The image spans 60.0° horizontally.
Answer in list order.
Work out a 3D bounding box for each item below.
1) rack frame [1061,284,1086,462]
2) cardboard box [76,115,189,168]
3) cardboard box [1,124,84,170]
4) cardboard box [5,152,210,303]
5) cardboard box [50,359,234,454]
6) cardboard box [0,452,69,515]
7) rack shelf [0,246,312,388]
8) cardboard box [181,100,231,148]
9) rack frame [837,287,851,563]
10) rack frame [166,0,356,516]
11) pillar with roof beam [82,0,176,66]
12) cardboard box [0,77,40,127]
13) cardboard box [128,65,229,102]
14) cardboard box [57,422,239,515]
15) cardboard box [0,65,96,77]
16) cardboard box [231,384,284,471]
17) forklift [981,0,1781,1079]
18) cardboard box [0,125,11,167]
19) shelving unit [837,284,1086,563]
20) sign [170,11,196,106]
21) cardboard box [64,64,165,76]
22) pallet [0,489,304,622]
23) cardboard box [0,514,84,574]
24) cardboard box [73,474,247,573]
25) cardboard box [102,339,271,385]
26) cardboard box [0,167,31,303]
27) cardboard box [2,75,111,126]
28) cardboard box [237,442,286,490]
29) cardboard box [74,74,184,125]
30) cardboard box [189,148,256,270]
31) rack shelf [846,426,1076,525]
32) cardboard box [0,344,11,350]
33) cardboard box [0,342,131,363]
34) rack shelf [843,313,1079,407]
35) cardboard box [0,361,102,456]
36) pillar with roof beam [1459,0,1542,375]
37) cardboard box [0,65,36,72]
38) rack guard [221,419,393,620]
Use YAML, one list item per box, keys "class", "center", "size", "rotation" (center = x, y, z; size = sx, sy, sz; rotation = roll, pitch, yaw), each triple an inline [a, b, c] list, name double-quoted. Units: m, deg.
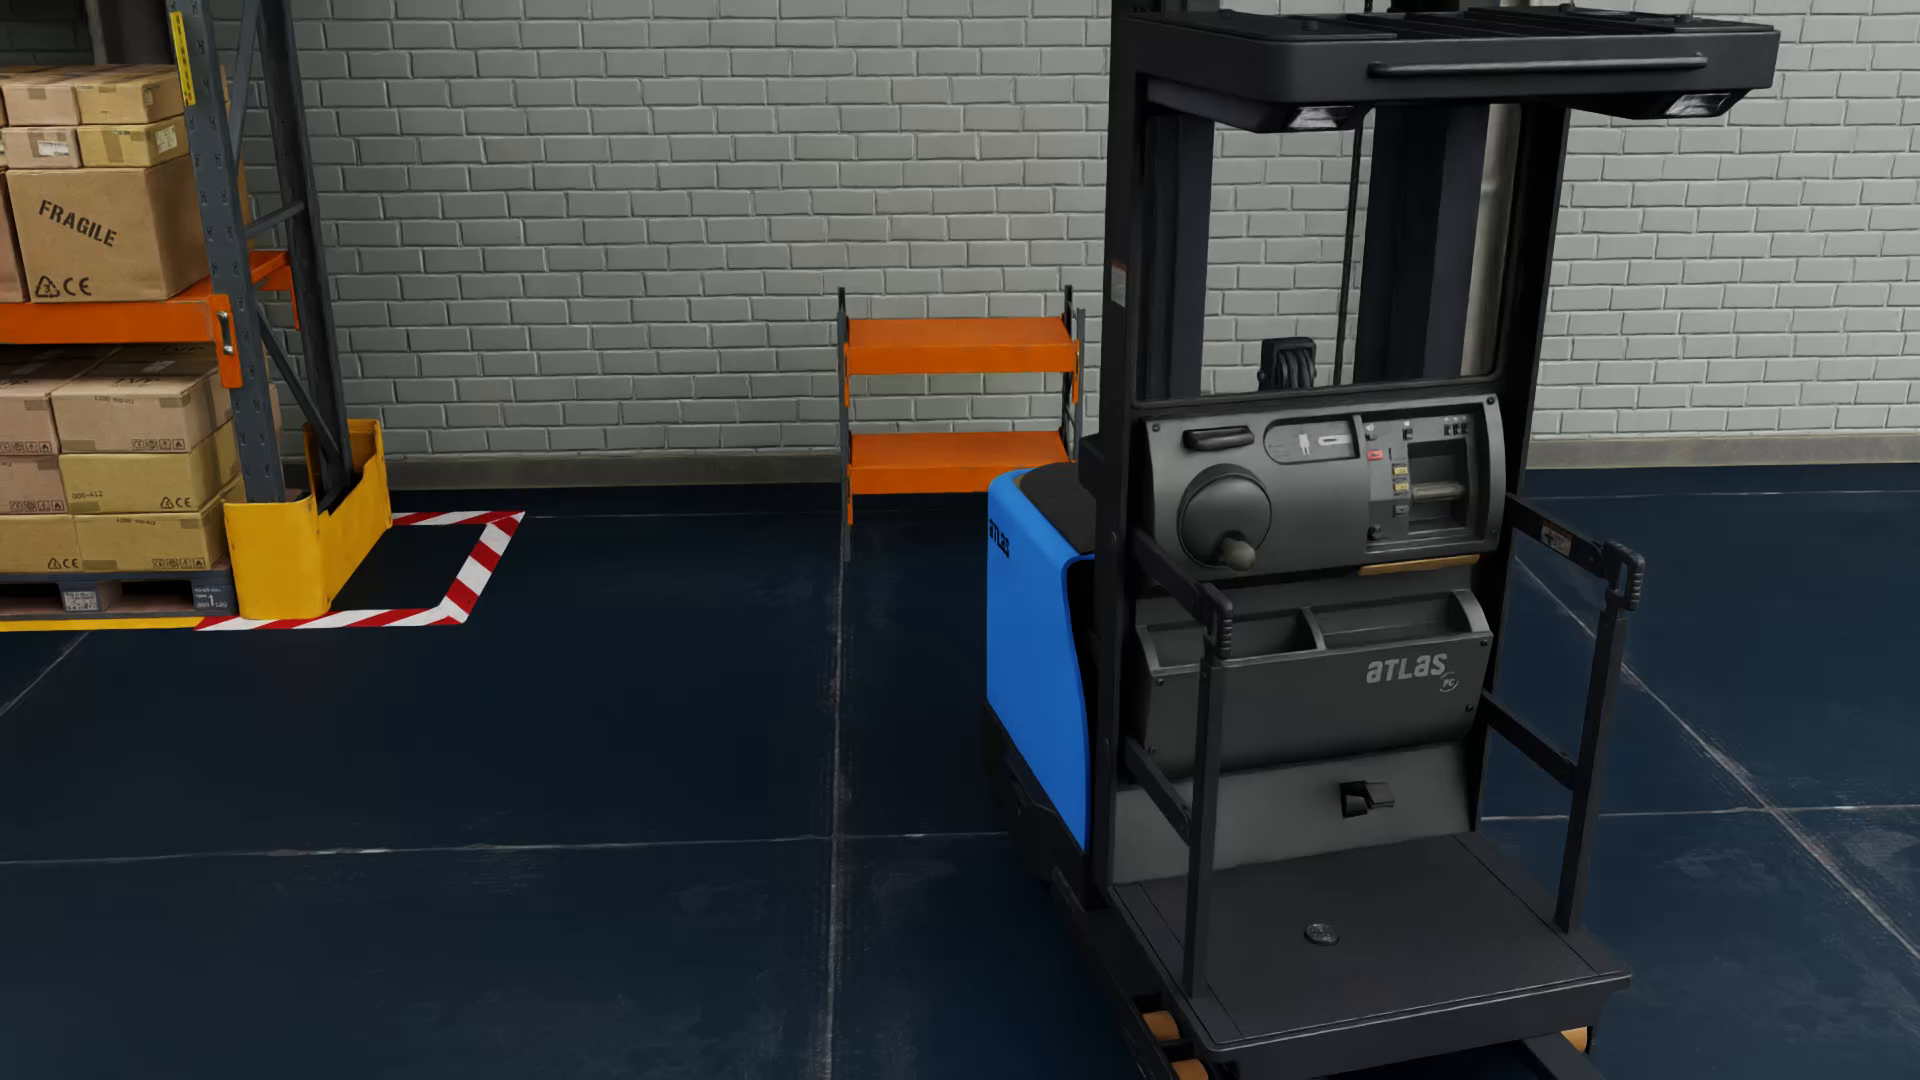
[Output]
- class: "rack frame"
  center: [0.501, -0.536, 7.448]
  size: [0.032, 1.125, 0.500]
  rotation: [-1, 21, -3]
- class: "cardboard box"
  center: [-3.160, -1.528, 6.366]
  size: [0.250, 0.149, 0.380]
  rotation: [-1, 21, -2]
- class: "cardboard box"
  center: [-3.414, -1.512, 6.324]
  size: [0.250, 0.149, 0.380]
  rotation: [-1, 21, -2]
- class: "cardboard box"
  center: [-3.306, -1.228, 6.490]
  size: [0.500, 0.500, 0.500]
  rotation: [-2, 21, -4]
- class: "cardboard box"
  center: [-3.272, -0.543, 6.700]
  size: [0.500, 0.250, 0.500]
  rotation: [0, 21, -1]
- class: "cardboard box"
  center: [-3.799, -0.302, 6.770]
  size: [0.500, 0.250, 0.500]
  rotation: [-1, 21, -4]
- class: "rack shelf"
  center: [-4.827, -0.908, 6.800]
  size: [4.000, 0.370, 1.077]
  rotation: [-1, 21, -3]
- class: "cardboard box"
  center: [-3.184, -1.720, 6.869]
  size: [0.250, 0.149, 0.380]
  rotation: [-2, 21, -4]
- class: "rack frame"
  center: [-0.514, -0.515, 7.393]
  size: [0.032, 1.125, 0.500]
  rotation: [-1, 21, -3]
- class: "rack frame"
  center: [-2.830, -1.284, 6.779]
  size: [0.127, 3.000, 1.000]
  rotation: [-1, 21, -3]
- class: "pillar with roof beam"
  center: [-3.331, -2.865, 2.498]
  size: [0.400, 9.000, 9.100]
  rotation: [-1, 21, -3]
- class: "cardboard box"
  center: [-3.680, -1.660, 6.295]
  size: [0.250, 0.149, 0.380]
  rotation: [-1, 21, -2]
- class: "cardboard box"
  center: [-3.178, -1.842, 6.774]
  size: [0.250, 0.149, 0.380]
  rotation: [-2, 21, -4]
- class: "cardboard box"
  center: [-3.298, -0.308, 6.787]
  size: [0.500, 0.250, 0.500]
  rotation: [-1, 21, -4]
- class: "cardboard box"
  center: [-3.704, -1.839, 6.764]
  size: [0.250, 0.149, 0.380]
  rotation: [-1, 21, -2]
- class: "cardboard box"
  center: [-3.311, -0.493, 7.273]
  size: [0.500, 0.250, 0.500]
  rotation: [-1, 21, -2]
- class: "forklift"
  center: [0.949, -0.123, 3.824]
  size: [1.130, 2.935, 3.031]
  rotation: [-6, 22, -14]
- class: "cardboard box"
  center: [-3.676, -1.528, 6.368]
  size: [0.250, 0.149, 0.380]
  rotation: [-1, 21, -2]
- class: "shelving unit"
  center: [-0.007, -0.526, 7.420]
  size: [1.048, 1.125, 0.538]
  rotation: [-1, 21, -3]
- class: "sign"
  center: [-2.813, -1.743, 6.024]
  size: [0.005, 0.325, 0.100]
  rotation: [-1, 21, -3]
- class: "cardboard box"
  center: [-3.447, -1.859, 6.818]
  size: [0.250, 0.149, 0.380]
  rotation: [0, 21, -1]
- class: "pallet"
  center: [-3.591, 0.049, 7.195]
  size: [1.213, 0.211, 1.003]
  rotation: [-1, 21, -3]
- class: "cardboard box"
  center: [-3.778, -0.067, 6.856]
  size: [0.500, 0.250, 0.500]
  rotation: [-1, 21, -3]
- class: "cardboard box"
  center: [-3.281, -0.074, 6.873]
  size: [0.500, 0.250, 0.500]
  rotation: [-1, 21, -3]
- class: "cardboard box"
  center: [-3.321, -0.720, 7.166]
  size: [0.500, 0.250, 0.500]
  rotation: [-1, 21, -4]
- class: "cardboard box"
  center: [-3.825, -1.221, 6.471]
  size: [0.500, 0.500, 0.500]
  rotation: [-1, 21, -1]
- class: "cardboard box"
  center: [-3.420, -1.675, 6.335]
  size: [0.250, 0.149, 0.380]
  rotation: [-1, 21, -3]
- class: "cardboard box"
  center: [-3.332, -0.255, 7.349]
  size: [0.500, 0.250, 0.500]
  rotation: [-1, 21, -3]
- class: "cardboard box"
  center: [-3.176, -1.691, 6.377]
  size: [0.250, 0.149, 0.380]
  rotation: [-1, 21, -3]
- class: "cardboard box"
  center: [-3.340, -1.420, 6.994]
  size: [0.500, 0.500, 0.500]
  rotation: [0, 21, -1]
- class: "rack shelf"
  center: [-0.007, -0.297, 7.507]
  size: [1.000, 0.278, 0.538]
  rotation: [-1, 21, -3]
- class: "cardboard box"
  center: [-4.319, -0.703, 7.120]
  size: [0.500, 0.250, 0.500]
  rotation: [-1, 21, -3]
- class: "cardboard box"
  center: [-3.819, -0.709, 7.136]
  size: [0.500, 0.250, 0.500]
  rotation: [-1, 21, -3]
- class: "rack shelf"
  center: [-0.007, -0.799, 7.316]
  size: [1.000, 0.278, 0.538]
  rotation: [-1, 21, -3]
- class: "cardboard box"
  center: [-3.781, -0.530, 6.667]
  size: [0.500, 0.250, 0.500]
  rotation: [-1, 21, -2]
- class: "pillar with roof beam"
  center: [2.659, -2.987, 2.818]
  size: [0.400, 9.000, 9.100]
  rotation: [-1, 21, -3]
- class: "cardboard box"
  center: [-3.951, -1.839, 6.765]
  size: [0.250, 0.149, 0.380]
  rotation: [-1, 21, -3]
- class: "rack guard"
  center: [-2.806, -0.117, 7.225]
  size: [0.348, 0.500, 1.175]
  rotation: [-1, 21, -3]
